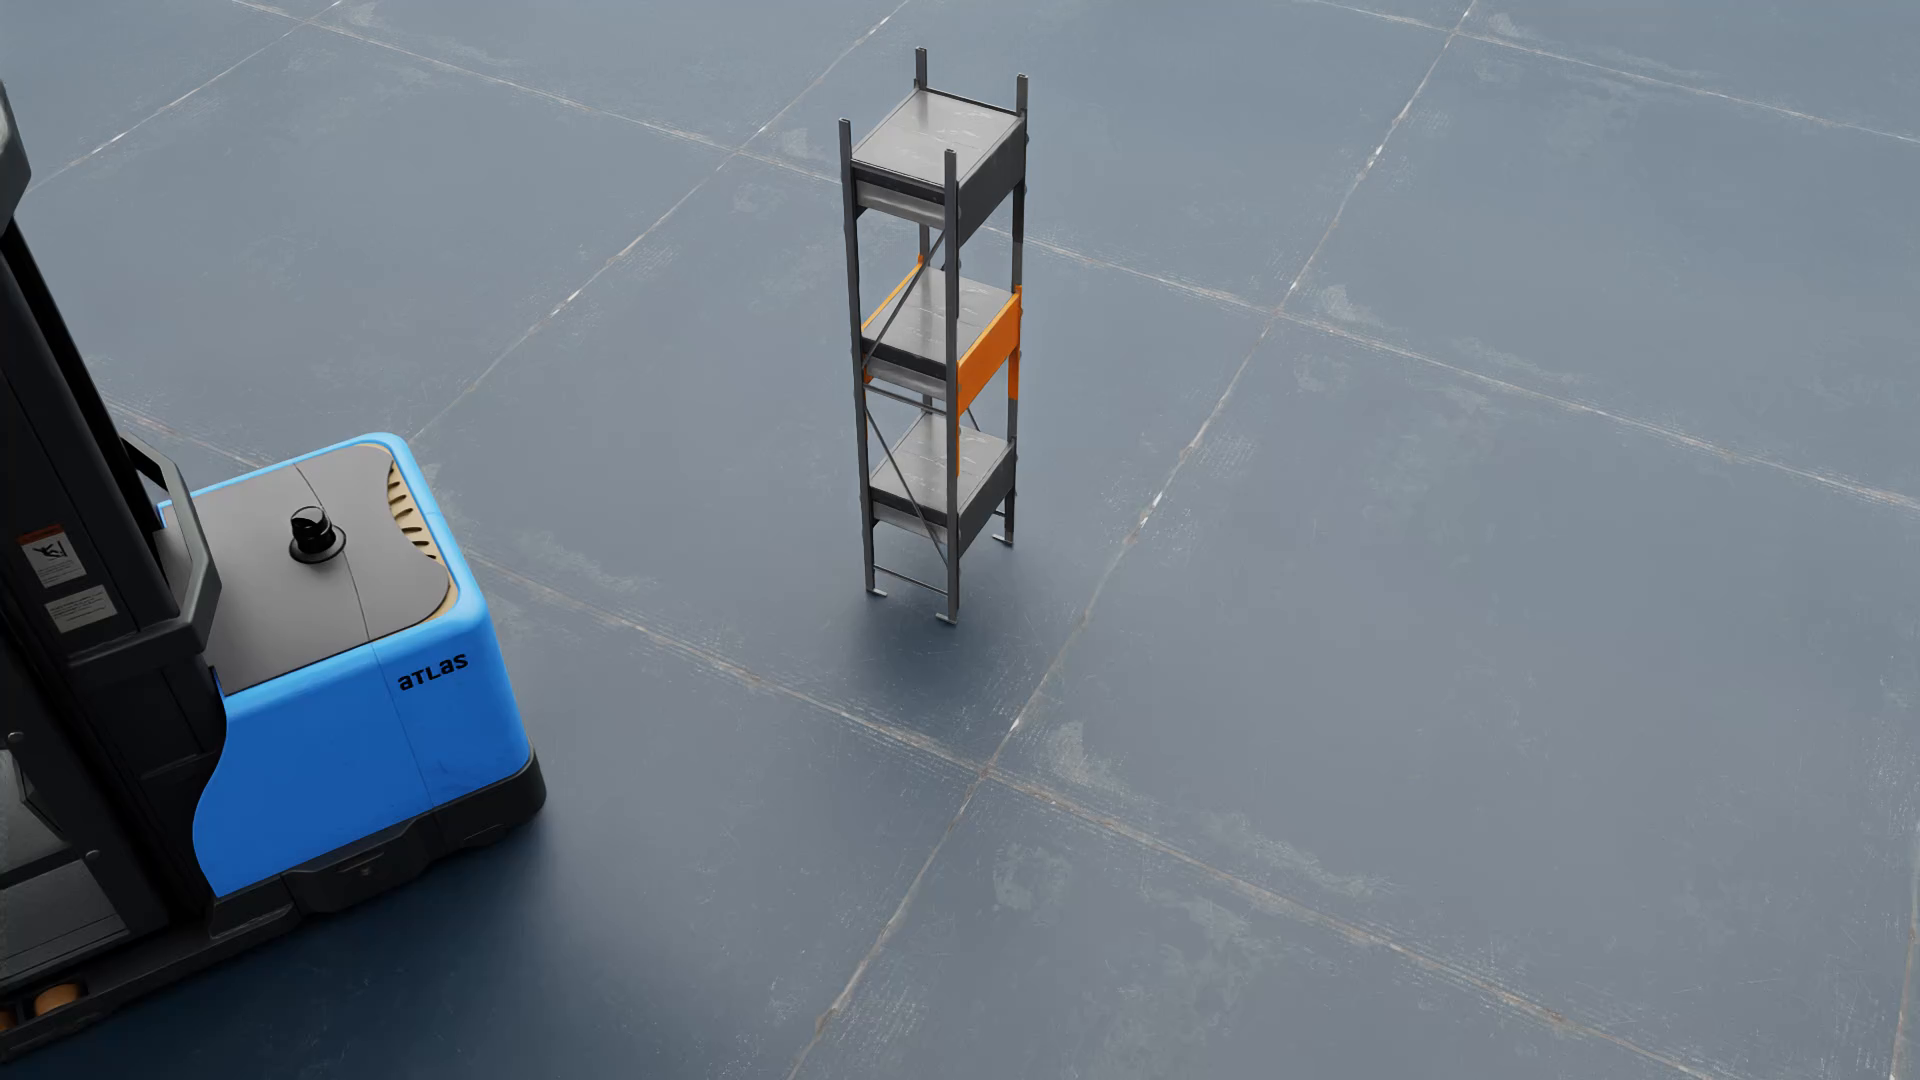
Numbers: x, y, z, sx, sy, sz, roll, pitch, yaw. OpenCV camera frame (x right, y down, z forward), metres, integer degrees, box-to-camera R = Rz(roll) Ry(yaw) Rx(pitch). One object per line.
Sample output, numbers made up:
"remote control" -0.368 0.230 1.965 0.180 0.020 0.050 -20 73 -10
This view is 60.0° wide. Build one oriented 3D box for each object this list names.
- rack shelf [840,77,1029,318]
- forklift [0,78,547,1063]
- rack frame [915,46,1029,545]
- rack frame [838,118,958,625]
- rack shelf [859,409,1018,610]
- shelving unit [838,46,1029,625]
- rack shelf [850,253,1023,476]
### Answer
"rack shelf" -0.077 -1.116 5.412 0.431 0.518 0.480 20 49 19
"forklift" -2.970 0.154 4.537 3.031 2.935 1.130 -22 49 -20
"rack frame" 0.036 -0.788 6.052 0.400 2.100 0.015 20 49 19
"rack frame" -0.190 -0.480 5.748 0.400 2.100 0.015 20 49 19
"rack shelf" -0.077 -0.132 6.408 0.431 0.518 0.480 20 49 19
"shelving unit" -0.077 -0.634 5.900 0.431 2.100 0.503 20 49 19
"rack shelf" -0.077 -0.624 5.910 0.431 0.518 0.480 20 49 19
